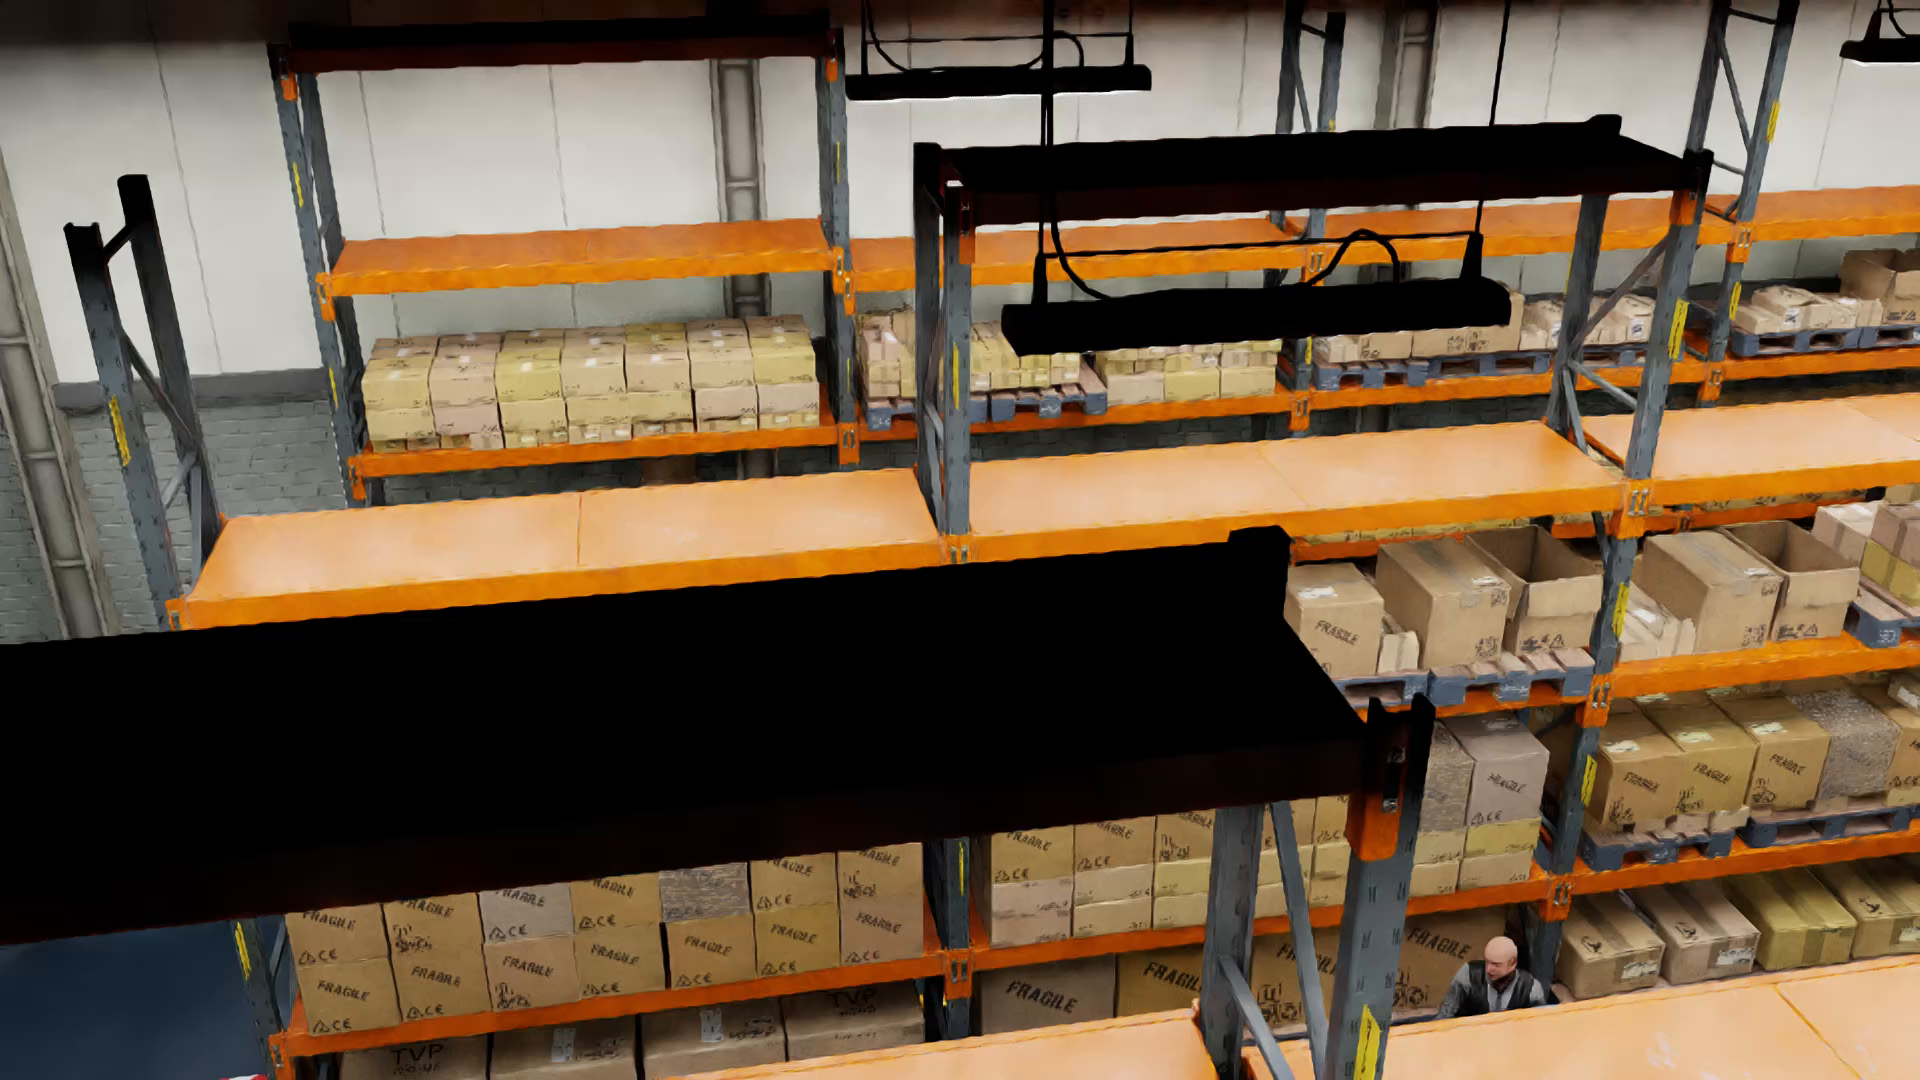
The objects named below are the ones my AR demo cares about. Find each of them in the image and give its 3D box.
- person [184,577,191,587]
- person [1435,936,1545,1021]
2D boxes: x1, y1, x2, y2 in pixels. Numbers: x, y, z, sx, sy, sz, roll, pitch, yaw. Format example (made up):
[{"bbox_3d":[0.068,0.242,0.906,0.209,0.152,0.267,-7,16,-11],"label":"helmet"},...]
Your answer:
[{"bbox_3d":[-6.371,1.009,14.321,0.509,1.713,0.569,21,33,37],"label":"person"},{"bbox_3d":[3.113,3.081,9.916,0.638,1.718,0.586,5,26,10],"label":"person"}]
